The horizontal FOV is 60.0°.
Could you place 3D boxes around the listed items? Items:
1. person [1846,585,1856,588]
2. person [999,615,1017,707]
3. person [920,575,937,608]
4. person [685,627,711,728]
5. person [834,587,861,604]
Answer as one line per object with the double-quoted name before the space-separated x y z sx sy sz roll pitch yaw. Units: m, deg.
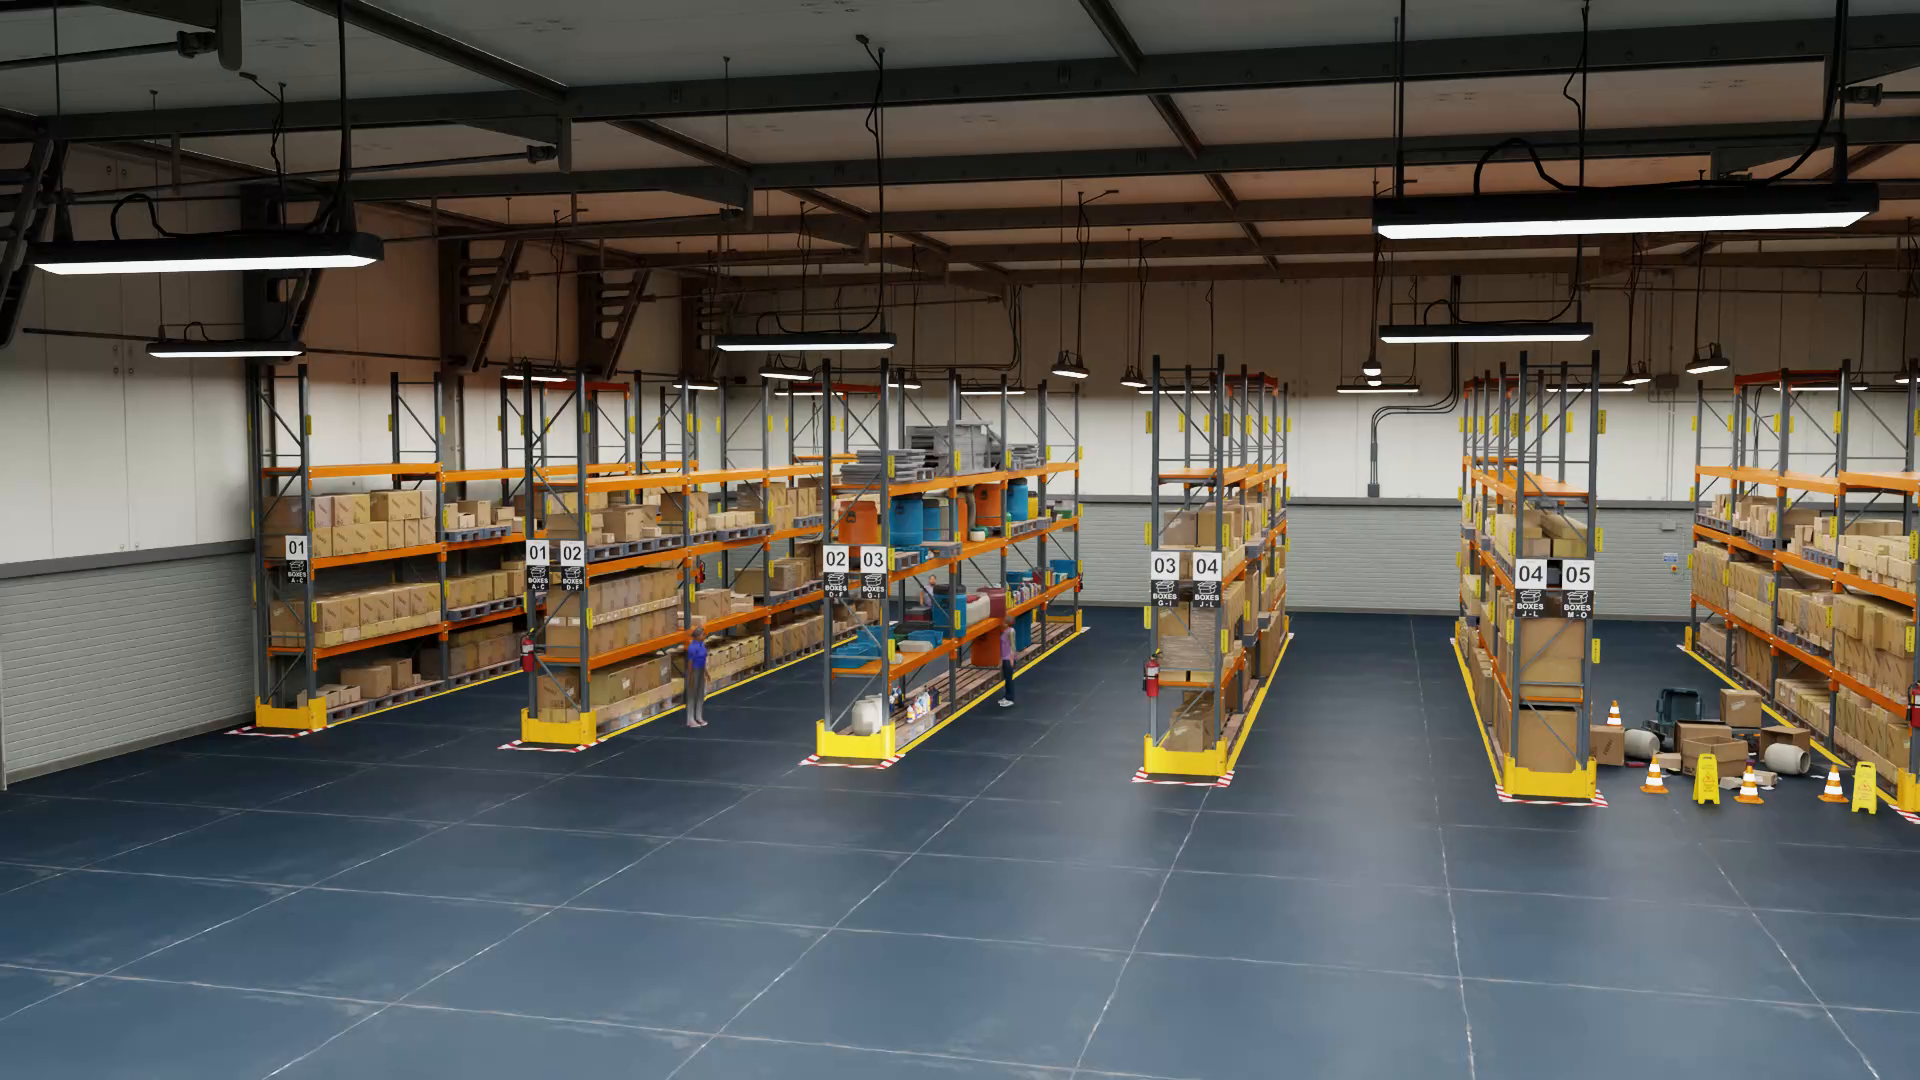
"person" 18.241 1.776 34.125 0.459 1.772 0.593 2 5 32
"person" 0.838 2.143 29.684 0.360 1.614 0.446 -1 4 -10
"person" -0.635 1.583 37.443 0.653 1.601 1.028 1 4 14
"person" -4.371 2.275 27.628 0.358 1.657 0.470 1 4 19
"person" -2.980 1.040 45.558 1.002 1.626 0.572 2 5 31
